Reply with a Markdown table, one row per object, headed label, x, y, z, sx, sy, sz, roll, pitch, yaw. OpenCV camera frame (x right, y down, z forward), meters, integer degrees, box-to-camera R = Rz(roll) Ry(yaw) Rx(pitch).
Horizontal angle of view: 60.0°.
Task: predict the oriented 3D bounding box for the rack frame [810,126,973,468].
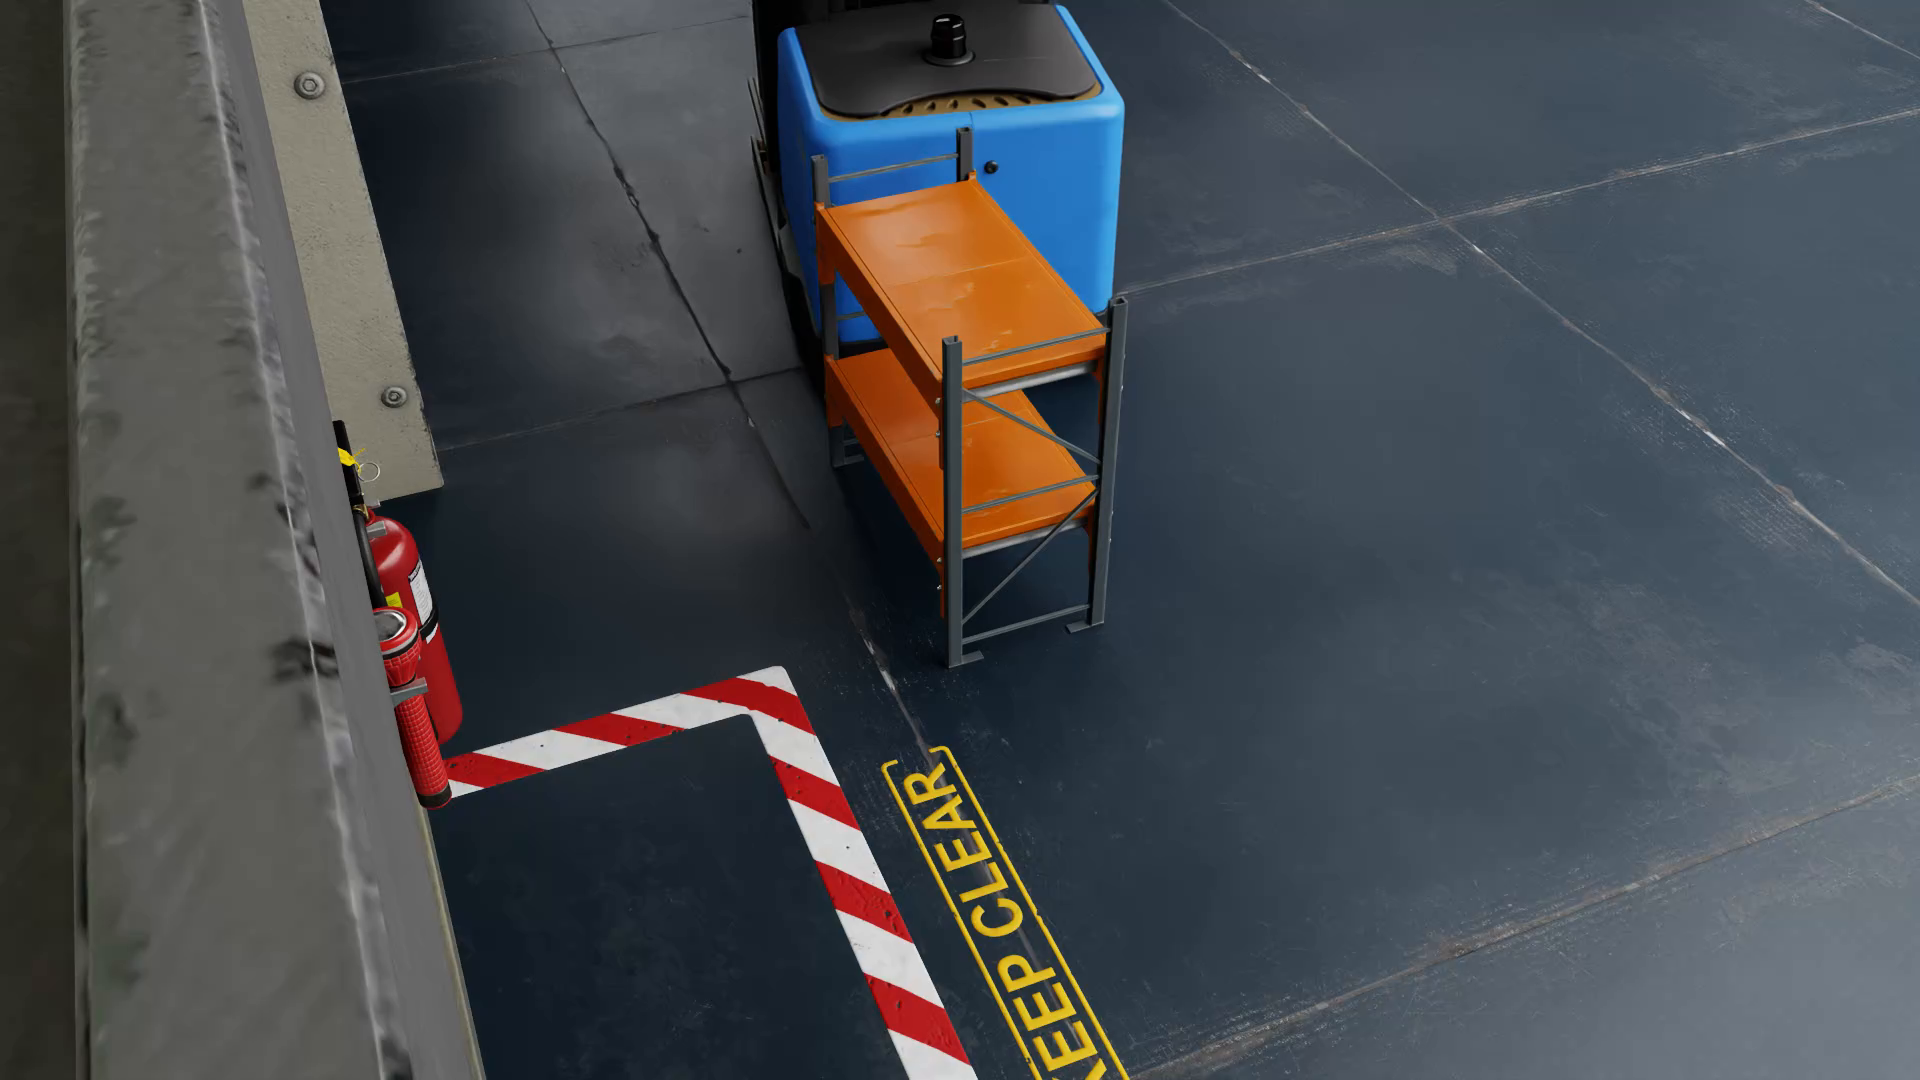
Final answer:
| label | x | y | z | sx | sy | sz | roll | pitch | yaw |
| --- | --- | --- | --- | --- | --- | --- | --- | --- | --- |
| rack frame | -0.197 | -0.737 | 5.244 | 0.500 | 1.125 | 0.032 | -15 | 43 | -17 |

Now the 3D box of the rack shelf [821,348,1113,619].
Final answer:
| label | x | y | z | sx | sy | sz | roll | pitch | yaw |
| --- | --- | --- | --- | --- | --- | --- | --- | --- | --- |
| rack shelf | -0.003 | -0.245 | 5.047 | 0.538 | 0.278 | 1.000 | -15 | 43 | -17 |

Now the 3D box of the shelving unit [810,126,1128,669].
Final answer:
| label | x | y | z | sx | sy | sz | roll | pitch | yaw |
| --- | --- | --- | --- | --- | --- | --- | --- | --- | --- |
| shelving unit | -0.003 | -0.431 | 4.888 | 0.538 | 1.125 | 1.048 | -15 | 43 | -17 |

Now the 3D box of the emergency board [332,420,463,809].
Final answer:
| label | x | y | z | sx | sy | sz | roll | pitch | yaw |
| --- | --- | --- | --- | --- | --- | --- | --- | --- | --- |
| emergency board | -1.000 | 0.102 | 2.831 | 0.194 | 1.169 | 0.643 | -15 | 43 | -17 |

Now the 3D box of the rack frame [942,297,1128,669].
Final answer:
| label | x | y | z | sx | sy | sz | roll | pitch | yaw |
| --- | --- | --- | --- | --- | --- | --- | --- | --- | --- |
| rack frame | 0.192 | -0.124 | 4.532 | 0.500 | 1.125 | 0.032 | -15 | 43 | -17 |

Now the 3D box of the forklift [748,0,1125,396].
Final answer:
| label | x | y | z | sx | sy | sz | roll | pitch | yaw |
| --- | --- | --- | --- | --- | --- | --- | --- | --- | --- |
| forklift | -0.262 | -2.548 | 5.965 | 1.130 | 2.935 | 3.031 | -8 | 41 | -9 |

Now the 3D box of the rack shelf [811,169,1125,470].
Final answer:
| label | x | y | z | sx | sy | sz | roll | pitch | yaw |
| --- | --- | --- | --- | --- | --- | --- | --- | --- | --- |
| rack shelf | -0.003 | -0.652 | 4.697 | 0.538 | 0.278 | 1.000 | -15 | 43 | -17 |

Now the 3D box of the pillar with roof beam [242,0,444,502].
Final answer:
| label | x | y | z | sx | sy | sz | roll | pitch | yaw |
| --- | --- | --- | --- | --- | --- | --- | --- | --- | --- |
| pillar with roof beam | 2.067 | -4.745 | 3.866 | 9.100 | 9.000 | 0.400 | -15 | 43 | -17 |
